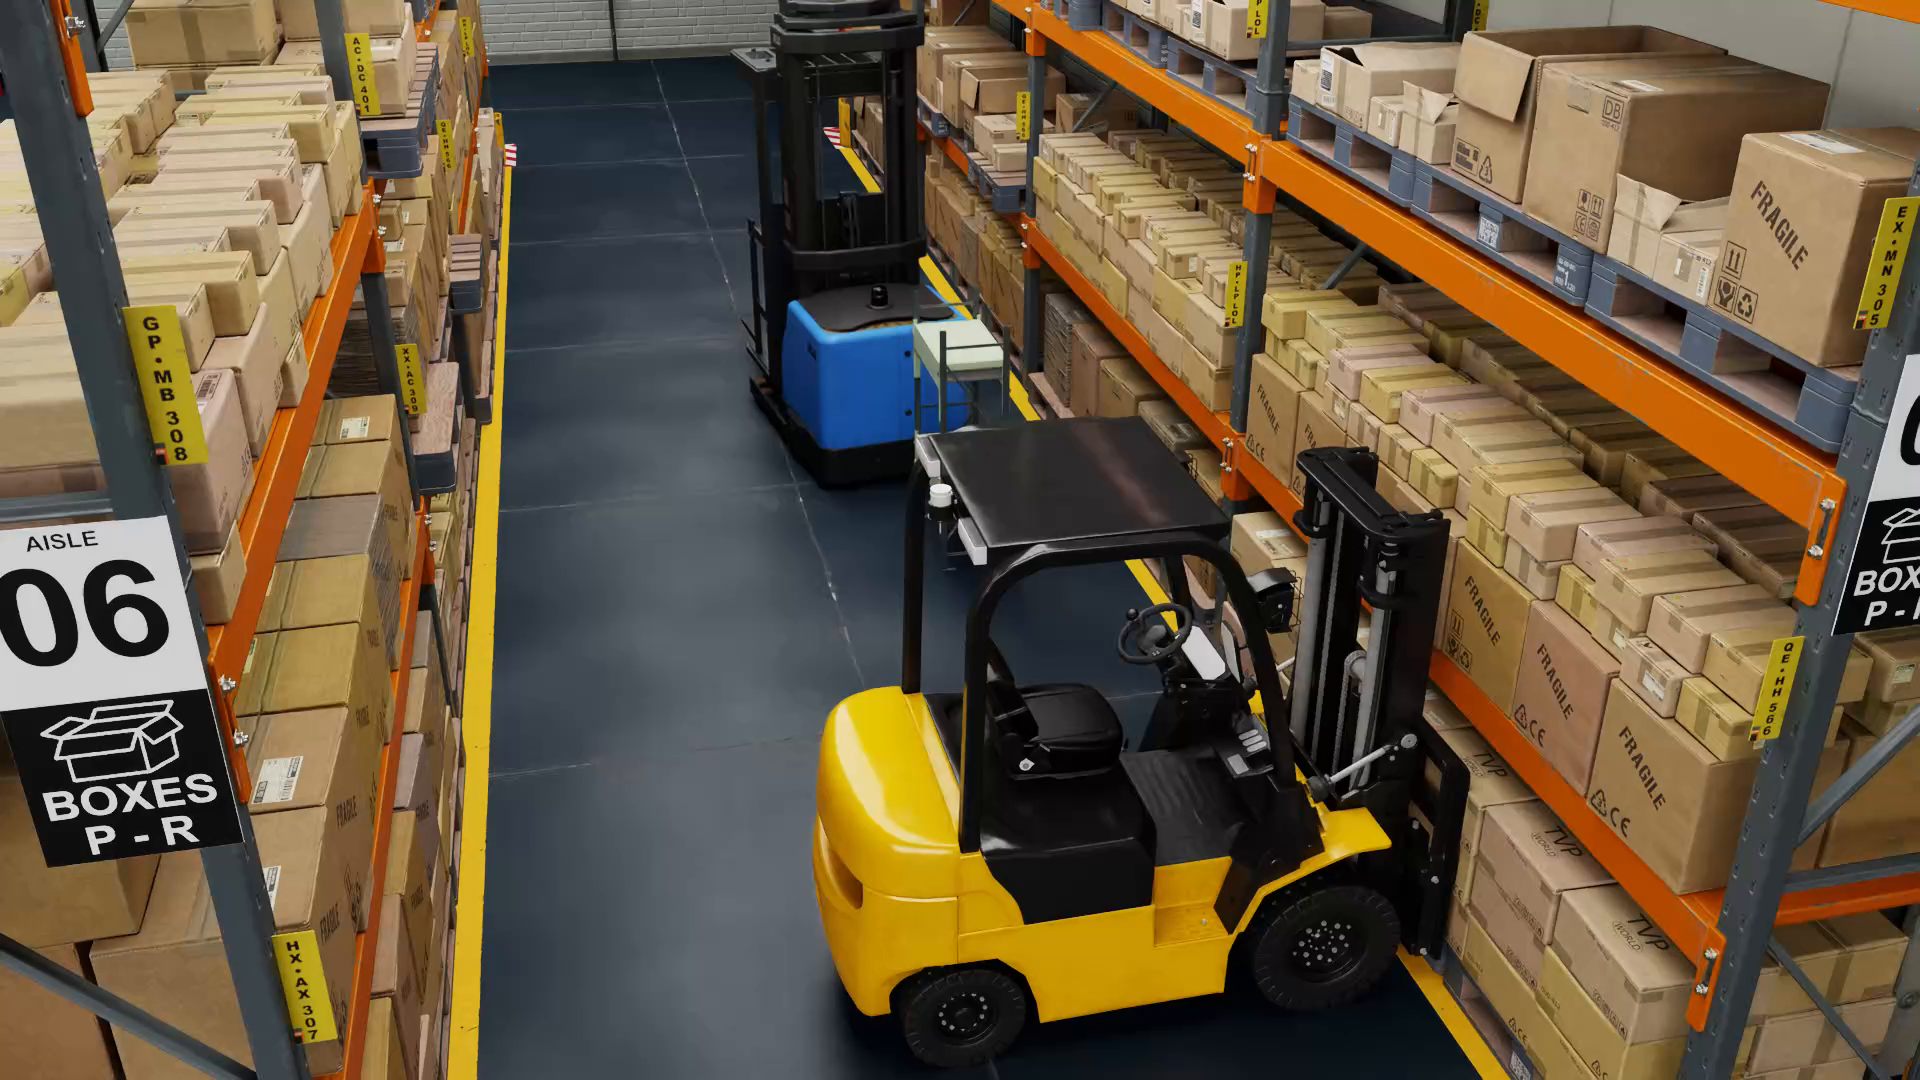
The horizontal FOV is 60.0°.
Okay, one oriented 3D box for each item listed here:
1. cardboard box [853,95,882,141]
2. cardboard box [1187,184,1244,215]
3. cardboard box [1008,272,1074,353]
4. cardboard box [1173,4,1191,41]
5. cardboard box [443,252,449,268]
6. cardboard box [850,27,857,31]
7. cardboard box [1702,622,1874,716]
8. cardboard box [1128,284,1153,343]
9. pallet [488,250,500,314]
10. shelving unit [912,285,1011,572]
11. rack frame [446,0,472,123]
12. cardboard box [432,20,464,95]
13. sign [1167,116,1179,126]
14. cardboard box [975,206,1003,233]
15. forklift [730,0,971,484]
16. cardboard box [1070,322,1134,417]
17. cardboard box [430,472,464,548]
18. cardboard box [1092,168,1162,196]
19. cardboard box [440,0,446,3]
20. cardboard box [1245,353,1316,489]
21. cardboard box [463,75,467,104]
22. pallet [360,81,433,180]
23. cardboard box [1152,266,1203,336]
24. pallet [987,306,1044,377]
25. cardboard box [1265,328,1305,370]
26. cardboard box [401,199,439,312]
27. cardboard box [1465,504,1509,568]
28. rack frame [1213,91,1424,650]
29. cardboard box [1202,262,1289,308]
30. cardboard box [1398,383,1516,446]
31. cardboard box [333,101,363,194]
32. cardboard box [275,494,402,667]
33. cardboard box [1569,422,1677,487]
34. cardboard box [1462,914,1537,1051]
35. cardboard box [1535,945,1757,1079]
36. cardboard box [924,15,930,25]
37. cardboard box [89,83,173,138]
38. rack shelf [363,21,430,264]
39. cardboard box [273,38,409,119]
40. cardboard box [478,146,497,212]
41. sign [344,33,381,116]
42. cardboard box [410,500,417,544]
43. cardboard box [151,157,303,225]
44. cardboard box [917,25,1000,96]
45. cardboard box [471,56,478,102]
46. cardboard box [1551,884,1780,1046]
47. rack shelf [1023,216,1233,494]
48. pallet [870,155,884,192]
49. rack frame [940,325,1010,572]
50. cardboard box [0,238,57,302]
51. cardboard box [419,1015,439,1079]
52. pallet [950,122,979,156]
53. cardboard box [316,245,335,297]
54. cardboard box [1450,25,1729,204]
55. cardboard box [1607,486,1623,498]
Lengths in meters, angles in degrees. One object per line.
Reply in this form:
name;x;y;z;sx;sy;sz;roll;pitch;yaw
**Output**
cardboard box;-0.787;-4.835;18.805;0.797;0.503;0.637;-7;28;-14
cardboard box;1.606;-2.068;10.188;0.380;0.149;0.250;-5;27;-10
cardboard box;0.666;-1.764;12.724;0.500;0.500;0.500;-5;27;-10
cardboard box;1.328;-2.683;8.610;0.380;0.149;0.250;-6;27;-12
cardboard box;-3.281;-1.650;10.003;0.380;0.149;0.250;-7;28;-14
cardboard box;-1.026;-5.756;18.604;0.380;0.149;0.250;-6;27;-12
cardboard box;2.487;0.381;5.006;0.380;0.149;0.250;-6;27;-11
cardboard box;1.303;-1.341;9.745;0.500;0.250;0.500;-6;27;-11
pallet;-4.519;-2.203;14.380;1.003;0.211;1.213;-6;27;-12
shelving unit;0.002;-0.667;9.906;0.431;1.500;0.755;-6;27;-12
rack frame;-4.766;-3.779;14.408;1.000;3.000;0.127;-6;27;-12
cardboard box;-4.297;-3.873;13.373;0.500;0.500;0.500;-5;27;-11
sign;1.511;-3.103;11.784;0.100;0.325;0.005;-6;27;-12
cardboard box;0.341;-2.666;13.790;0.380;0.149;0.250;-7;28;-14
forklift;-0.910;-2.315;11.584;1.130;2.935;3.031;-9;28;-18
cardboard box;1.253;-1.094;11.259;0.875;0.625;0.625;-5;27;-10
cardboard box;-3.407;-0.131;9.632;0.950;0.372;0.625;-5;27;-10
cardboard box;1.057;-2.245;10.538;0.380;0.149;0.250;-6;27;-11
cardboard box;-4.584;-4.724;14.340;0.380;0.149;0.250;-6;27;-12
cardboard box;1.718;-0.596;7.990;0.500;0.500;0.500;-7;28;-13
cardboard box;-4.430;-3.766;13.994;0.500;0.250;0.500;-6;27;-12
pallet;-2.998;-1.804;7.374;1.213;0.211;1.003;-6;27;-12
cardboard box;1.389;-1.343;9.194;0.500;0.250;0.500;-7;28;-13
pallet;0.839;-1.615;13.216;1.003;0.211;1.213;-6;27;-12
cardboard box;1.688;-0.940;7.953;0.380;0.149;0.250;-6;27;-12
cardboard box;-3.127;-1.529;9.044;0.500;0.500;0.500;-7;28;-14
cardboard box;2.109;-0.035;6.160;0.380;0.149;0.250;-6;27;-11
rack frame;1.872;-0.772;8.451;1.000;3.000;0.127;-6;27;-12
cardboard box;1.503;-1.345;8.756;0.380;0.149;0.250;-6;27;-12
cardboard box;2.022;-0.512;6.774;0.380;0.149;0.250;-6;27;-12
cardboard box;-2.601;-1.504;6.409;0.500;0.250;0.500;-6;27;-12
cardboard box;-2.377;0.178;6.127;0.500;0.500;0.500;-5;27;-10
cardboard box;2.585;-0.334;6.423;0.380;0.149;0.250;-6;27;-11
cardboard box;2.257;1.630;6.277;0.500;0.250;0.500;-6;27;-12
cardboard box;2.359;1.619;5.745;0.500;0.250;0.500;-6;27;-12
cardboard box;-0.130;-5.257;17.173;0.500;0.250;0.500;-6;27;-12
cardboard box;-3.123;-1.567;6.091;0.380;0.149;0.250;-5;27;-10
rack shelf;-3.414;-2.163;8.675;1.077;0.370;4.000;-6;27;-12
cardboard box;-2.704;-2.024;7.302;0.500;0.250;0.500;-7;28;-13
cardboard box;-5.005;-3.502;16.236;0.875;0.438;0.875;-7;28;-13
sign;-2.436;-1.895;6.773;0.100;0.325;0.005;-6;27;-12
cardboard box;-2.594;-0.044;7.288;0.380;0.149;0.250;-6;27;-12
cardboard box;-2.237;-1.062;5.089;0.380;0.149;0.250;-6;27;-11
cardboard box;-0.040;-4.281;14.827;0.700;0.500;0.500;-5;27;-10
cardboard box;-4.726;-4.277;15.284;0.500;0.500;0.500;-6;27;-11
cardboard box;2.366;1.407;5.610;0.500;0.250;0.500;-5;27;-10
rack shelf;1.421;-1.329;10.353;1.077;0.370;4.000;-6;27;-12
pallet;-0.363;-3.878;17.699;1.003;0.211;1.213;-6;27;-12
rack frame;0.084;-0.506;9.588;0.400;1.500;0.023;-6;27;-12
cardboard box;-2.577;-0.664;4.302;0.380;0.149;0.250;-6;27;-12
cardboard box;-2.082;1.922;5.698;0.500;0.250;0.500;-5;27;-10
pallet;0.528;-3.296;13.664;1.003;0.211;1.213;-6;27;-12
cardboard box;-2.377;-0.933;5.719;0.380;0.149;0.250;-5;27;-10
cardboard box;2.208;-1.524;5.919;0.797;0.503;0.637;-5;27;-10
cardboard box;2.627;-0.201;6.488;0.380;0.149;0.250;-6;27;-12
